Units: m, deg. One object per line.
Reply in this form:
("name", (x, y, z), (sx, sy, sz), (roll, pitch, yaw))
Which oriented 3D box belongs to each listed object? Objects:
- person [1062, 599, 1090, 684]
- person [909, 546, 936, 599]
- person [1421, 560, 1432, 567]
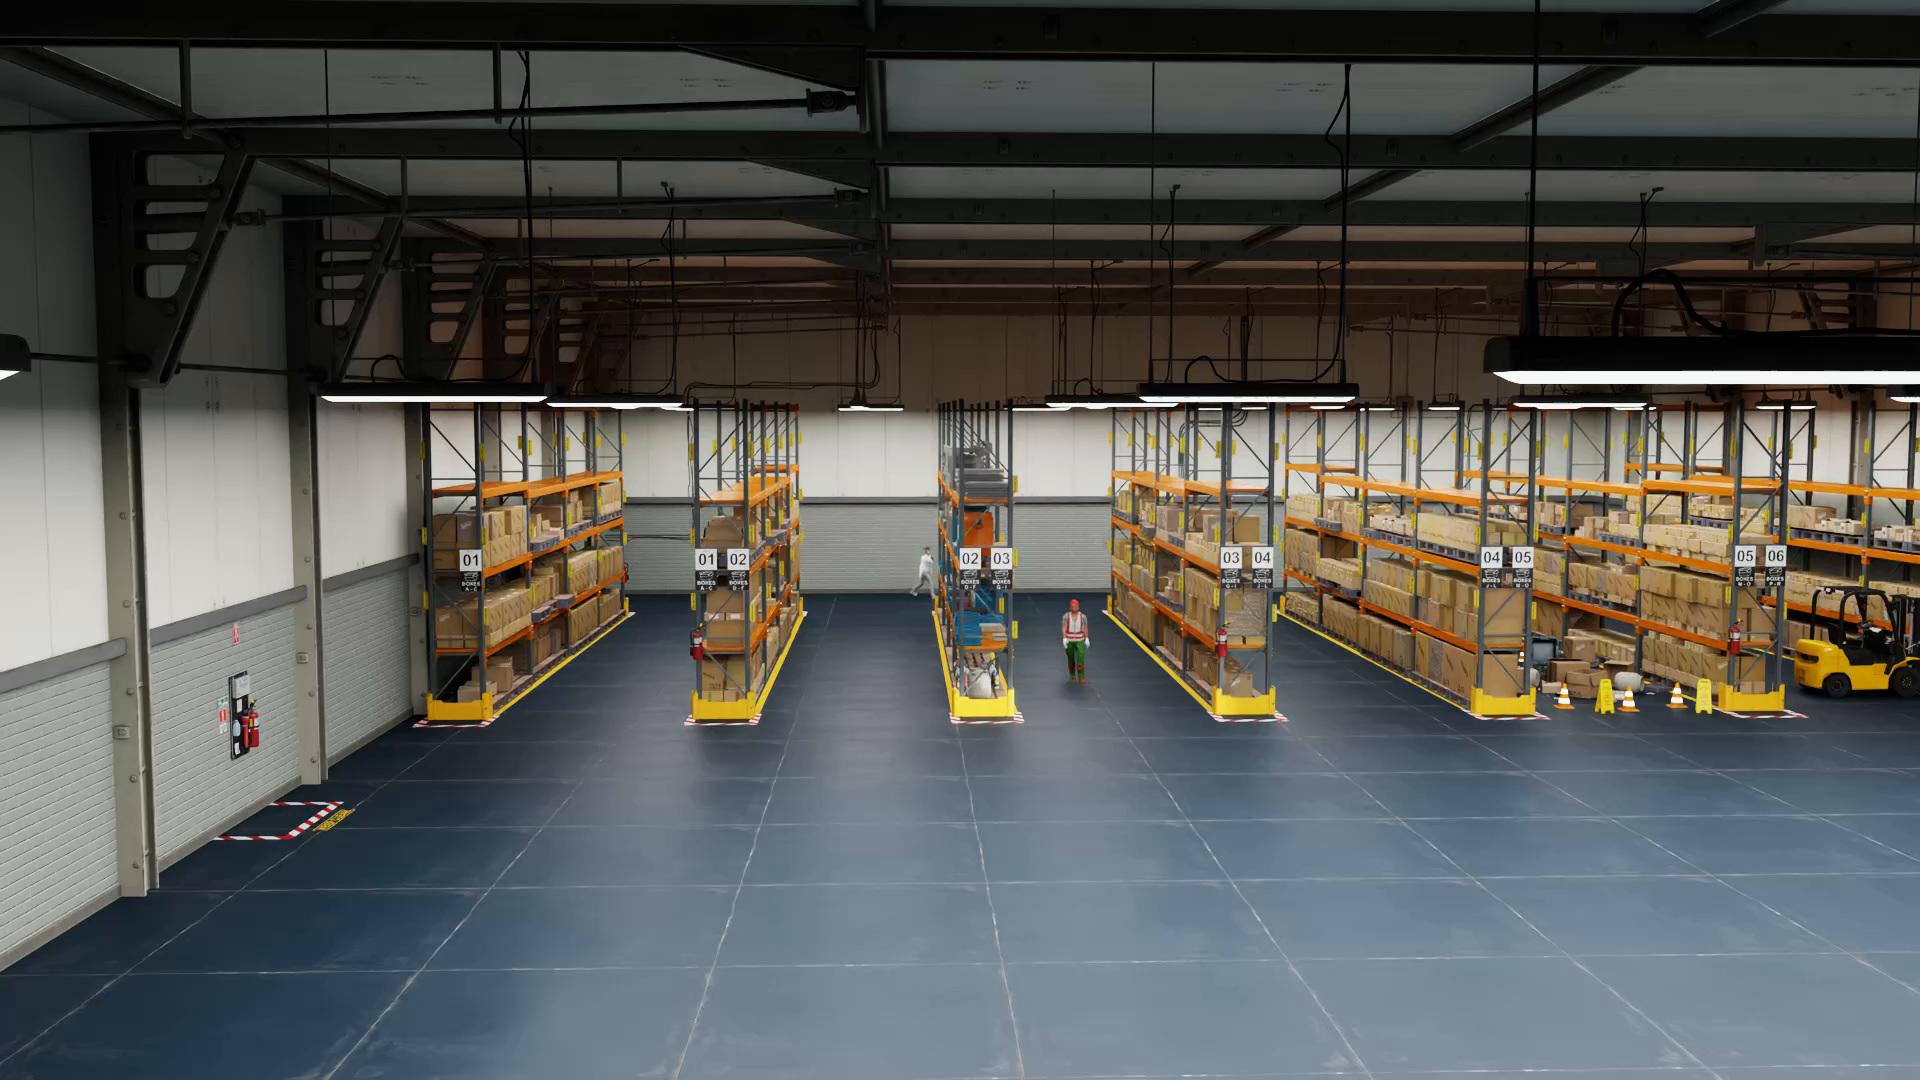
("person", (2.457, 2.138, 35.326), (0.587, 1.742, 0.925), (0, 4, 6))
("person", (-1.078, 0.993, 51.608), (1.073, 1.618, 0.459), (1, 5, 18))
("person", (13.070, 1.376, 45.967), (0.923, 1.716, 0.631), (4, 6, 42))
